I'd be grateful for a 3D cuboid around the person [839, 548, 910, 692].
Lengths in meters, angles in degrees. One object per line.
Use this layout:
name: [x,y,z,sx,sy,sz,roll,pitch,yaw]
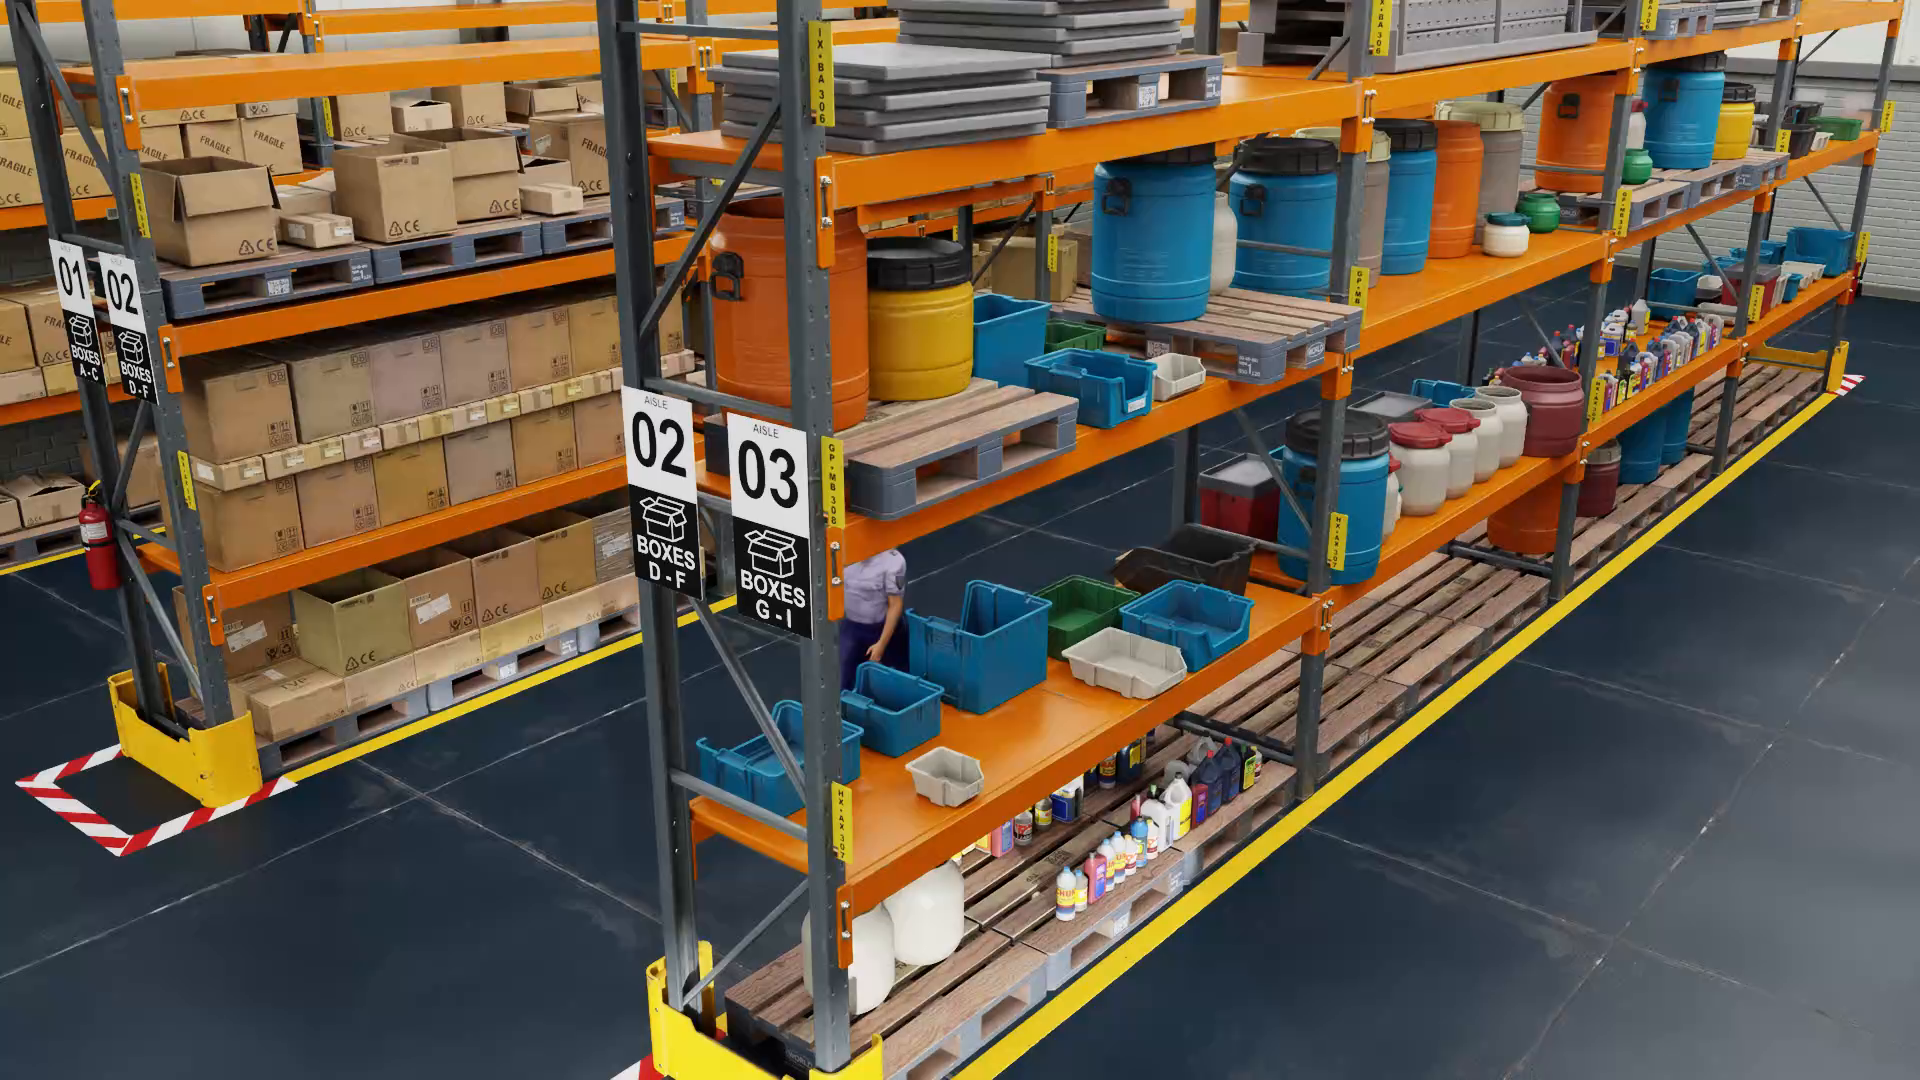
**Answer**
person: [-0.558,0.580,10.001,0.490,1.590,0.978,13,24,31]
